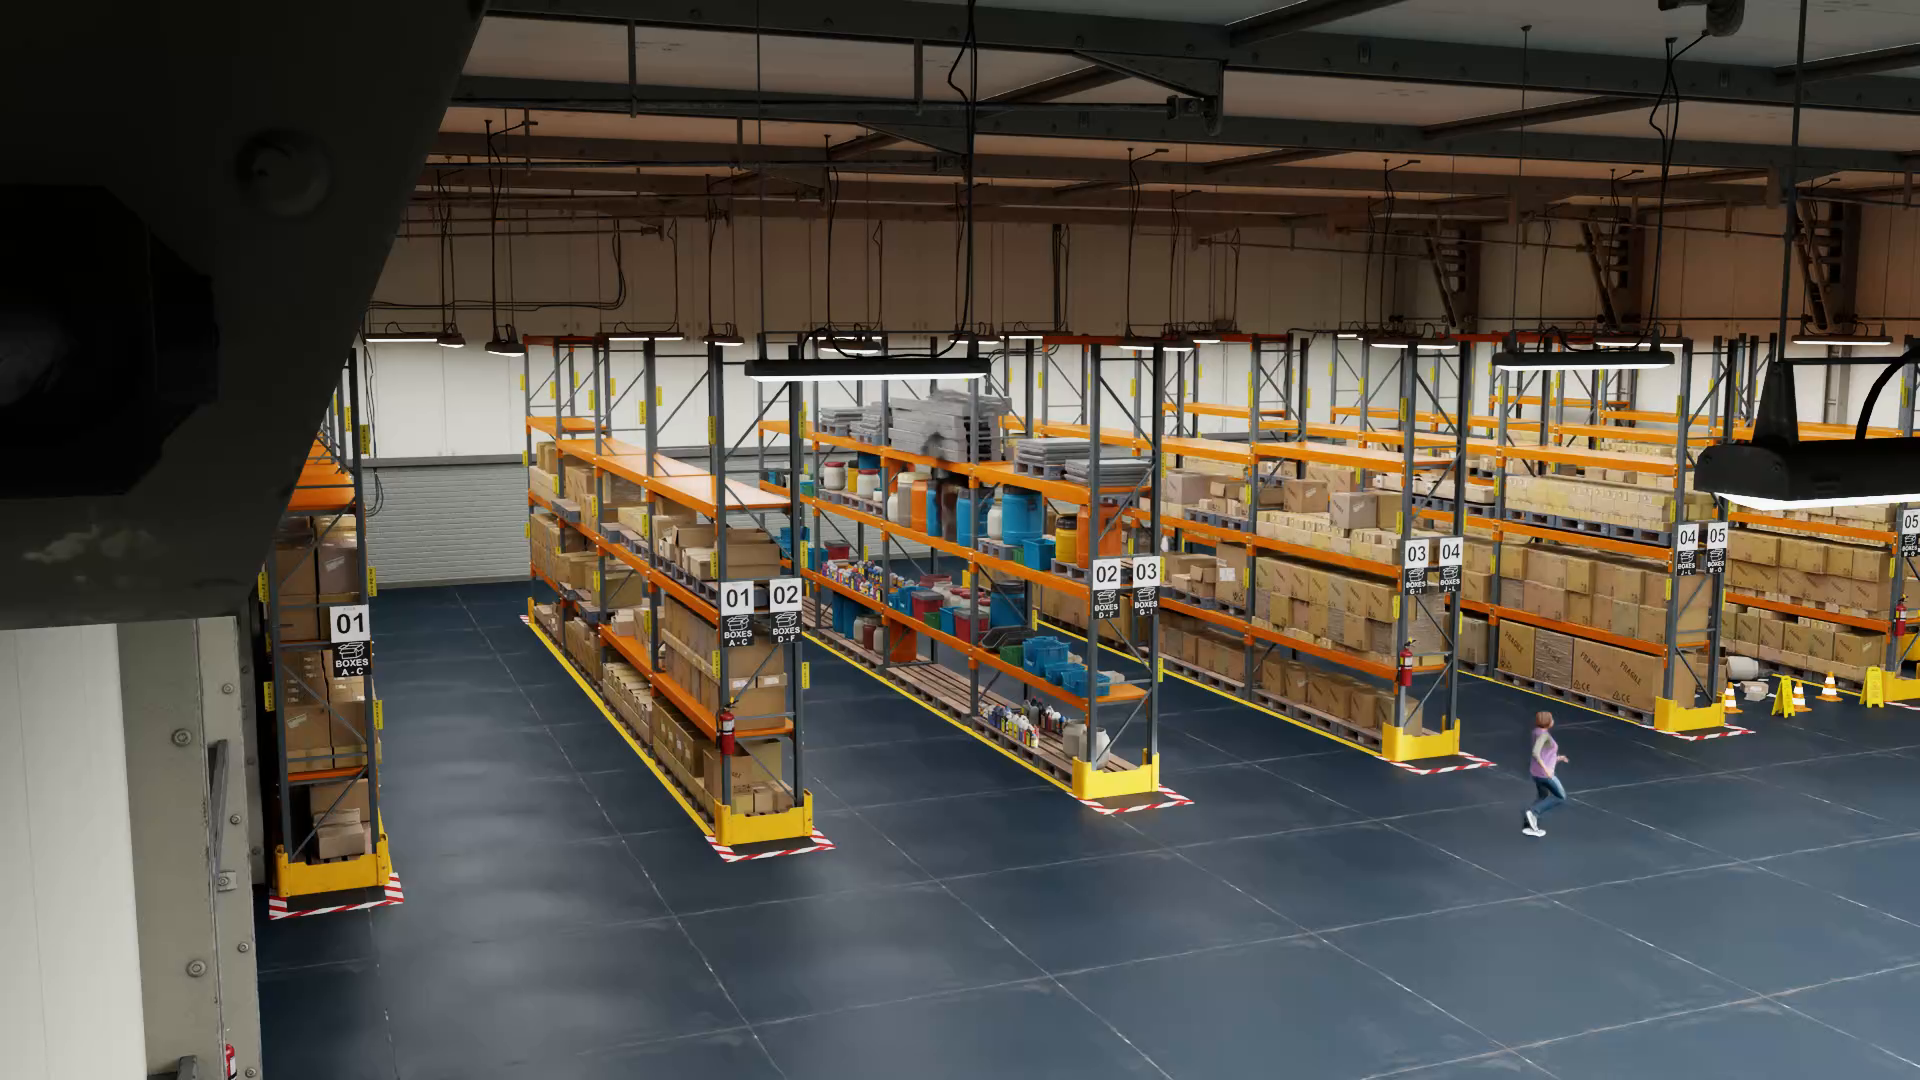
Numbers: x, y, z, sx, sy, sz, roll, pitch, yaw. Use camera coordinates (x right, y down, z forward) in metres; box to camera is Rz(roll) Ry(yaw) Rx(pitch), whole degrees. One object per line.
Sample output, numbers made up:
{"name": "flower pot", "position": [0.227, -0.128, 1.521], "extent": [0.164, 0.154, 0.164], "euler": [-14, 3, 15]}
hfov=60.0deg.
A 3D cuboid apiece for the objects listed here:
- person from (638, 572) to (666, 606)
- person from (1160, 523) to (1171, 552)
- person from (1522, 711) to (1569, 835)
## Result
{"name": "person", "position": [-6.518, 0.836, 35.002], "extent": [0.705, 1.742, 0.752], "euler": [-7, 10, -43]}
{"name": "person", "position": [4.509, 0.458, 37.792], "extent": [0.668, 1.725, 0.582], "euler": [-3, 8, -23]}
{"name": "person", "position": [7.188, 2.861, 20.356], "extent": [0.539, 1.560, 0.532], "euler": [0, 8, 3]}
